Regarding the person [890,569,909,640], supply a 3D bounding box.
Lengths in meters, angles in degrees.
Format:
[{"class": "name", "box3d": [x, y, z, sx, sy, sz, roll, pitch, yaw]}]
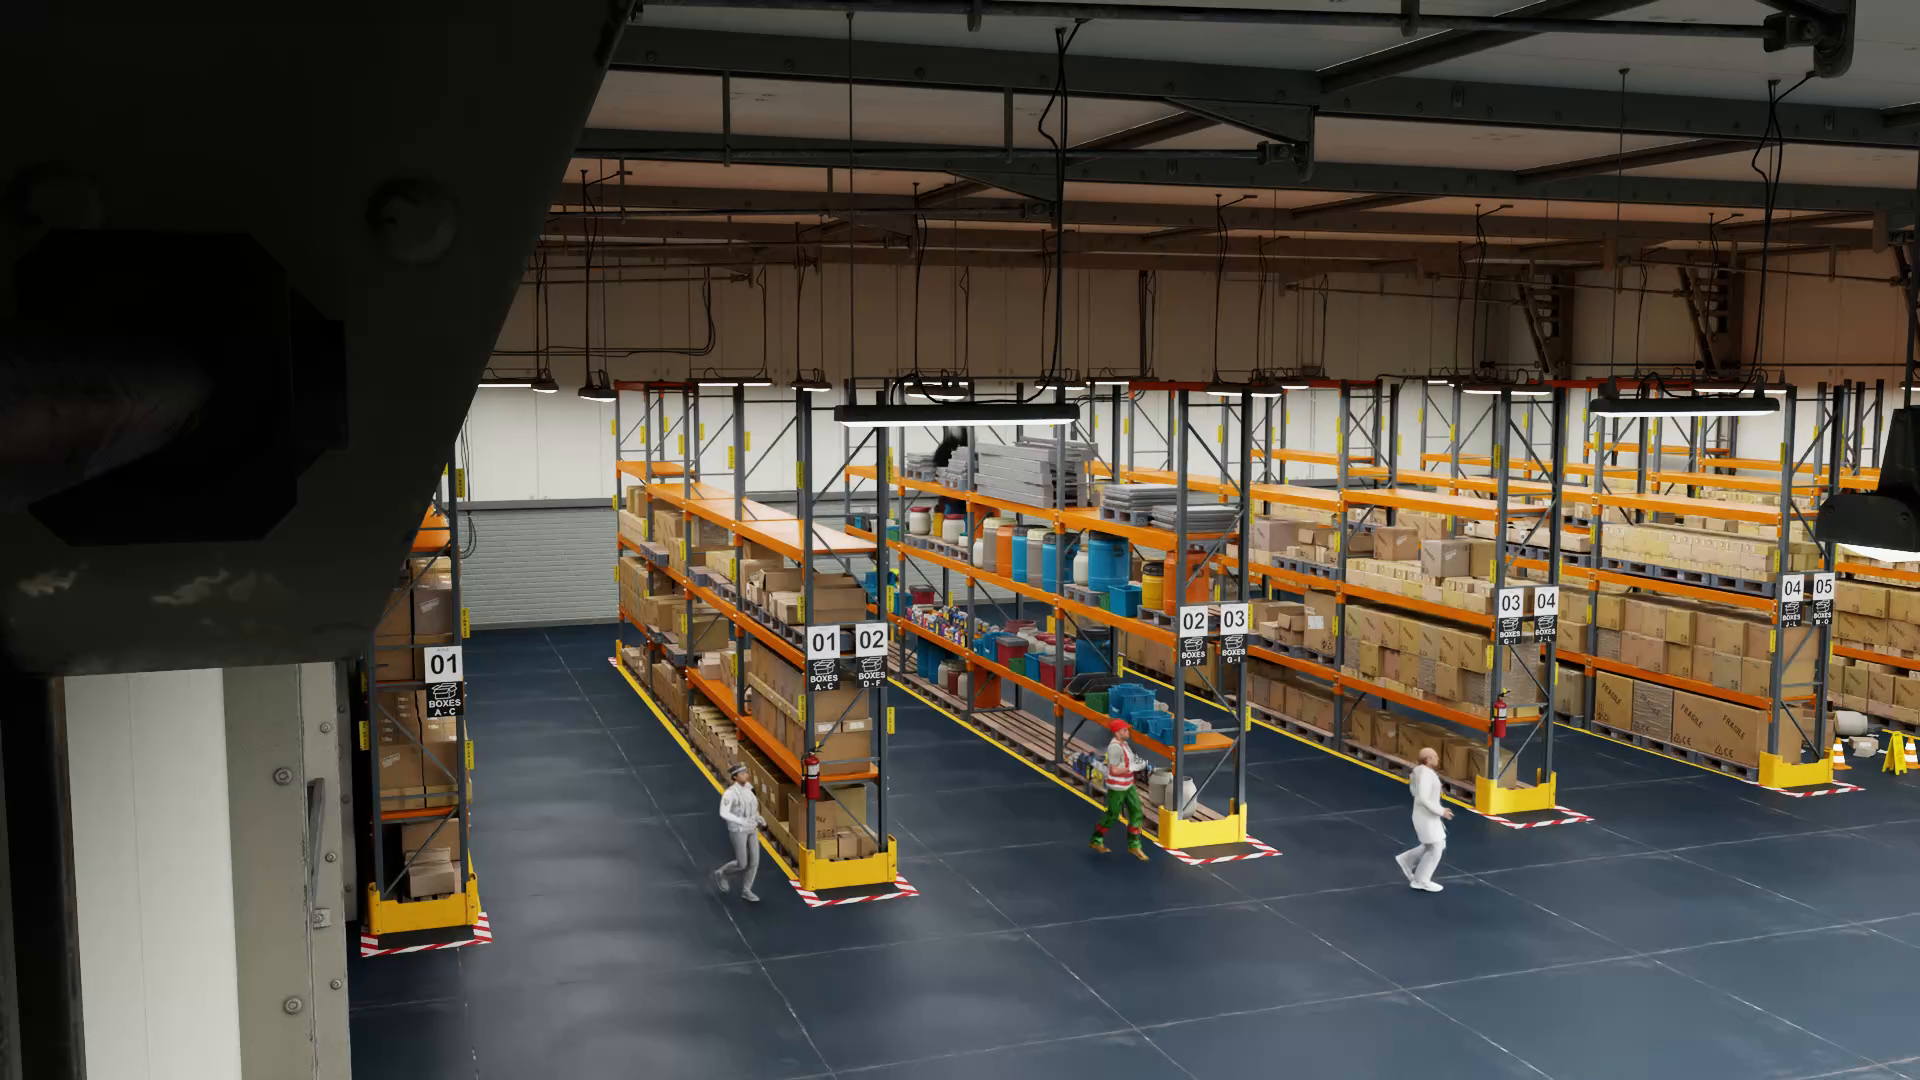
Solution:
[{"class": "person", "box3d": [-1.482, 1.488, 37.992, 0.624, 1.686, 0.715, 0, 6, 1]}]

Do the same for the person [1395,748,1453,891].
[{"class": "person", "box3d": [5.583, 3.356, 19.986, 0.636, 1.743, 0.718, 1, 6, 10]}]

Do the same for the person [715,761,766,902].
[{"class": "person", "box3d": [-2.603, 3.432, 19.729, 0.614, 1.650, 0.620, 5, 8, 37]}]

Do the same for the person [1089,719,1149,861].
[{"class": "person", "box3d": [2.029, 3.188, 21.254, 0.782, 1.839, 0.640, 3, 7, 26]}]
